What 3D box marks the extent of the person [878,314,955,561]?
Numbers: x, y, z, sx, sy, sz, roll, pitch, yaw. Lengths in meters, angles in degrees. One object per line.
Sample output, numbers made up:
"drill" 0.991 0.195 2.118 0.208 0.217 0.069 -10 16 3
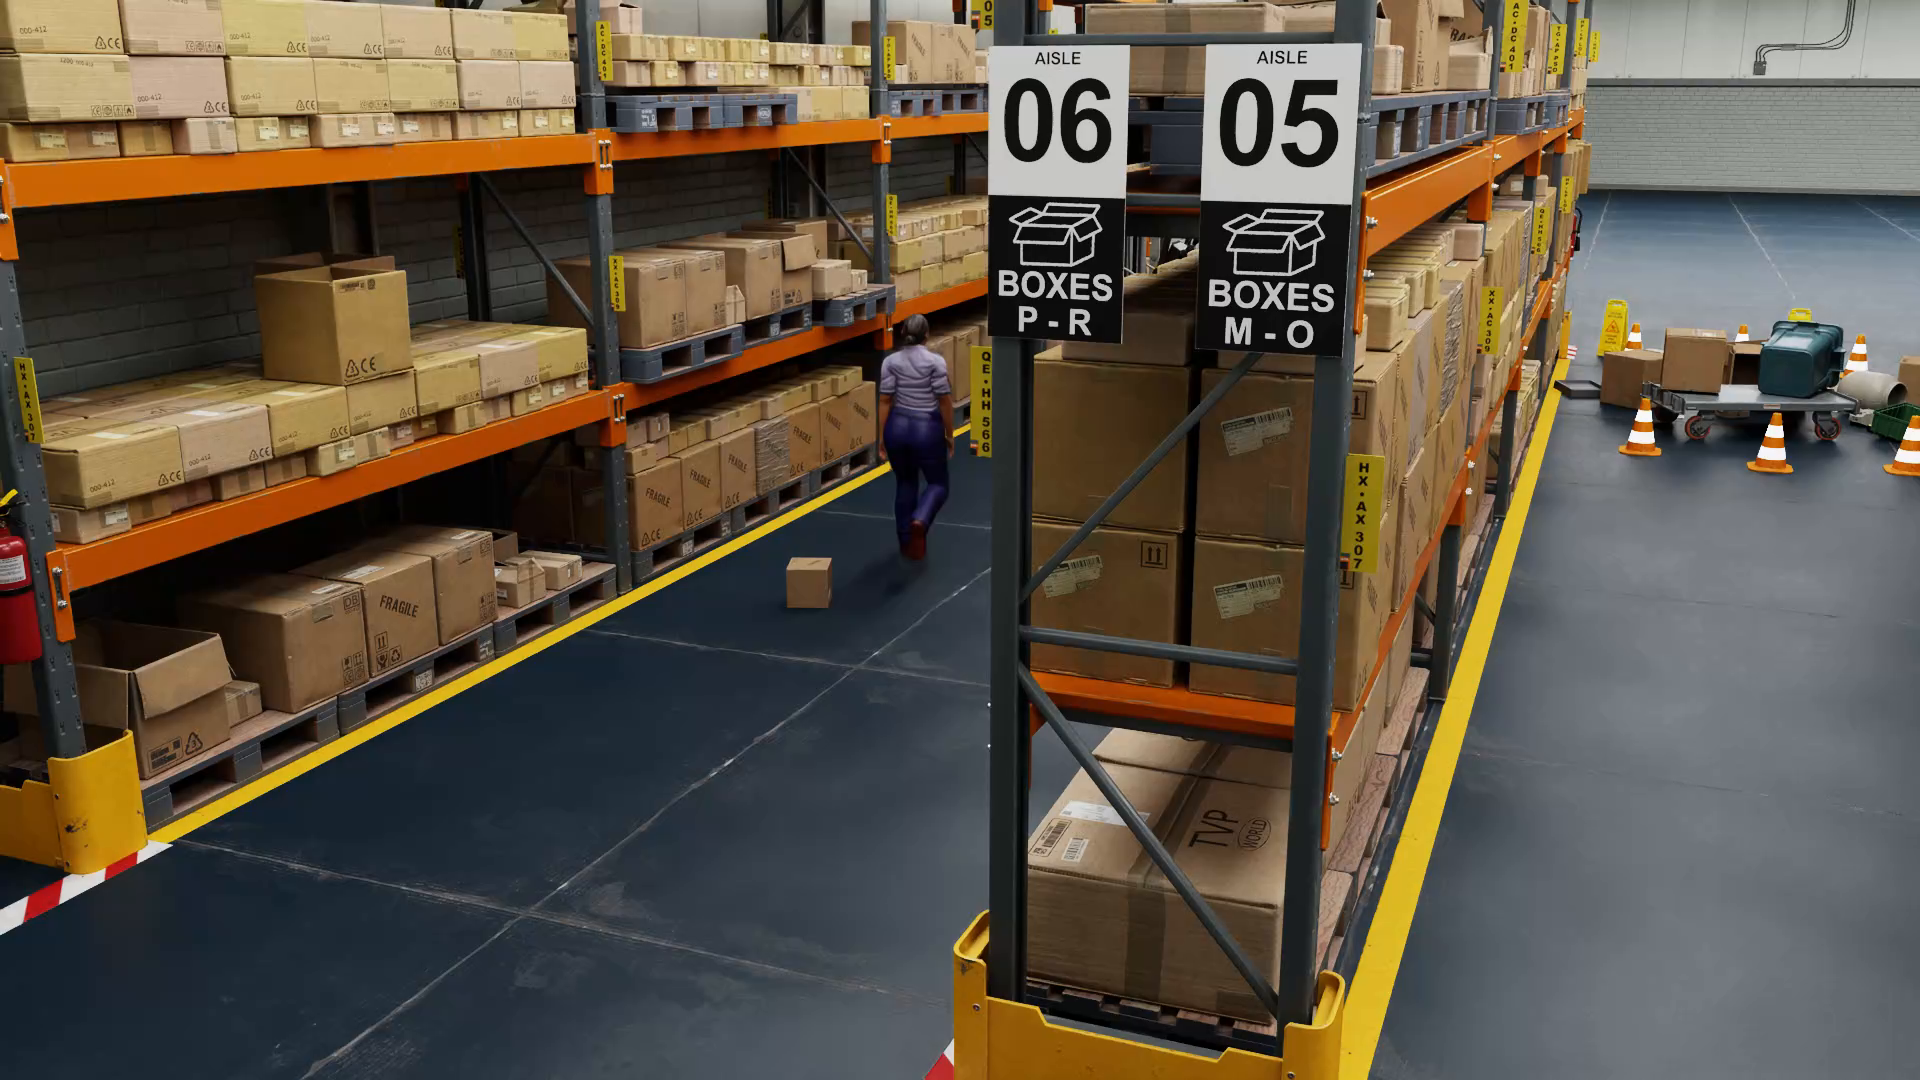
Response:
"person" -0.298 -0.674 10.936 0.498 1.622 0.654 4 16 16
